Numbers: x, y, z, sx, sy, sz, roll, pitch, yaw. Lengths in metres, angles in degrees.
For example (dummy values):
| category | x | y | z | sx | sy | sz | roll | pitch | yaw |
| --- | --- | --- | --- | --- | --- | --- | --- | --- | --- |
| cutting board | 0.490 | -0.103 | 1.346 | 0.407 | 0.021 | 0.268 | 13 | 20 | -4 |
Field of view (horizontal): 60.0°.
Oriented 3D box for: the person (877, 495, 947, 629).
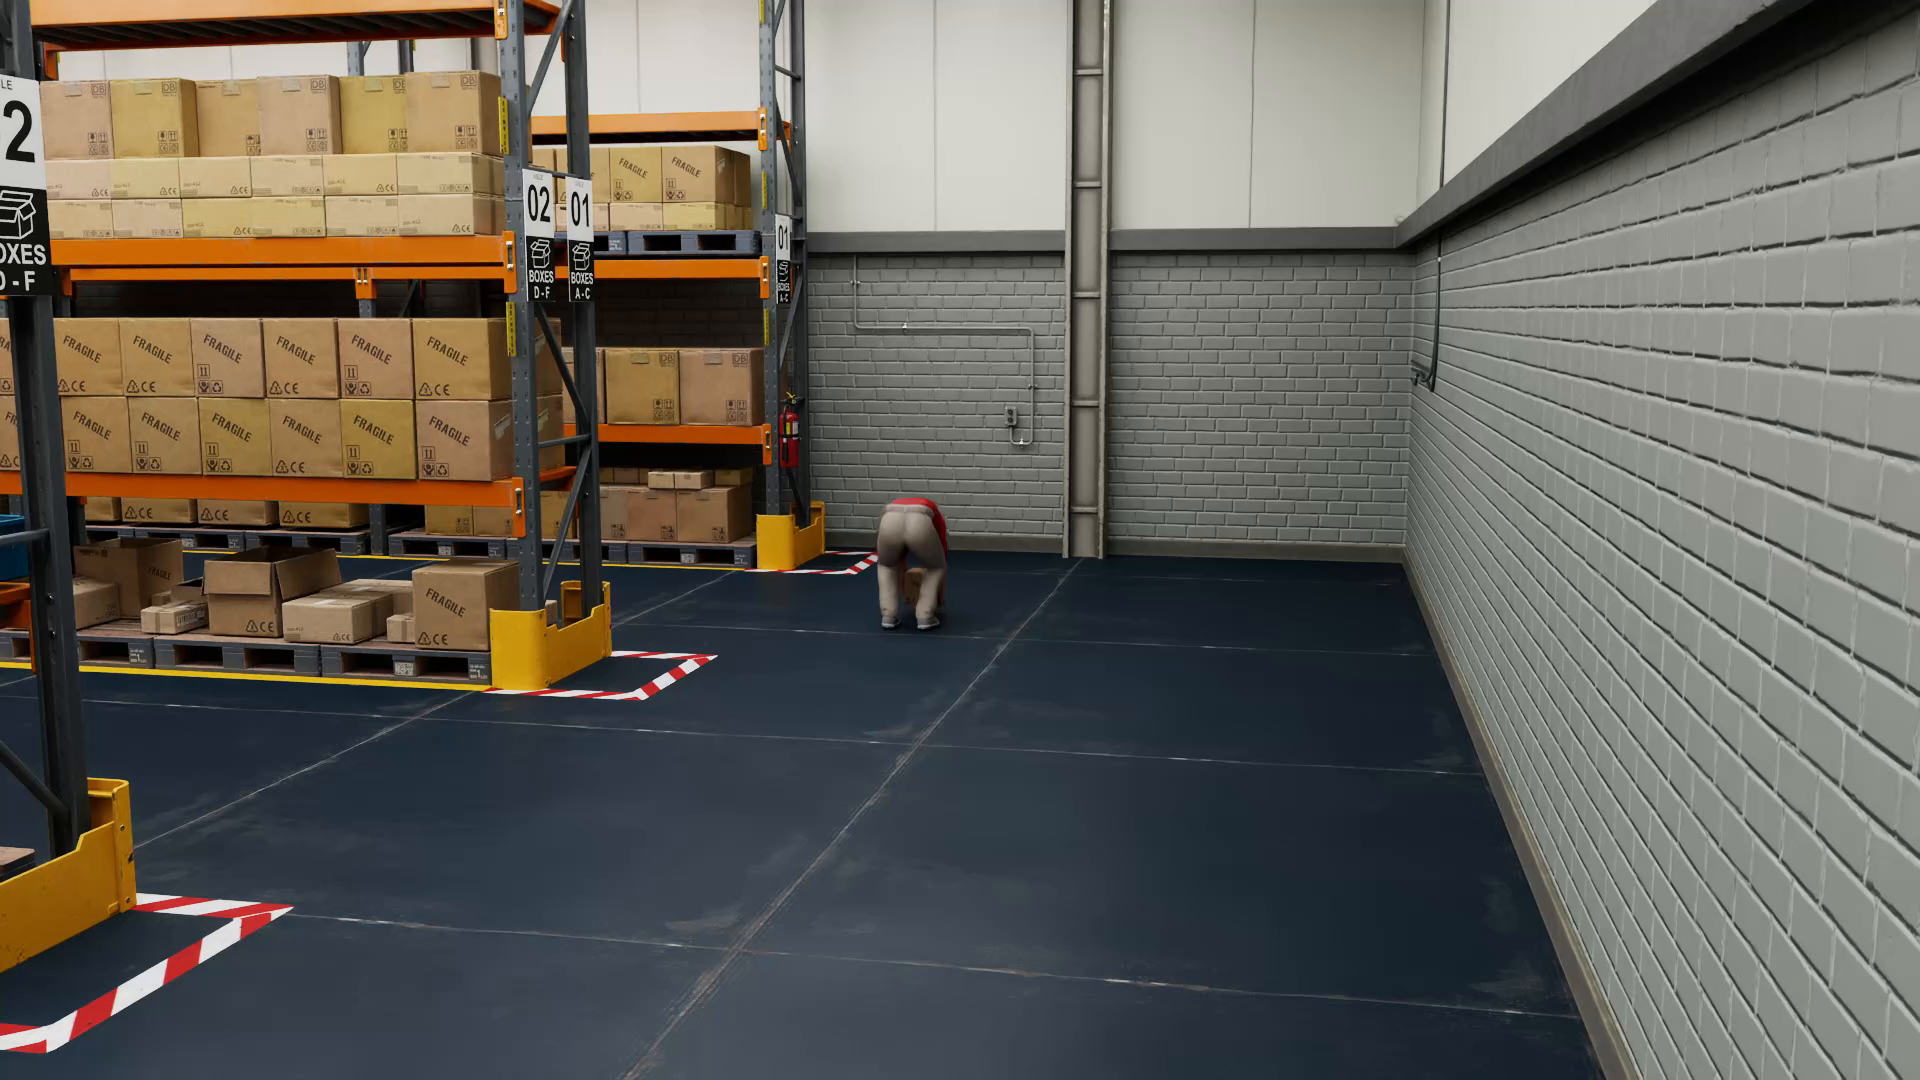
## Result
| category | x | y | z | sx | sy | sz | roll | pitch | yaw |
| --- | --- | --- | --- | --- | --- | --- | --- | --- | --- |
| person | -0.342 | 0.137 | 12.583 | 0.513 | 0.989 | 0.959 | 1 | 8 | 8 |
